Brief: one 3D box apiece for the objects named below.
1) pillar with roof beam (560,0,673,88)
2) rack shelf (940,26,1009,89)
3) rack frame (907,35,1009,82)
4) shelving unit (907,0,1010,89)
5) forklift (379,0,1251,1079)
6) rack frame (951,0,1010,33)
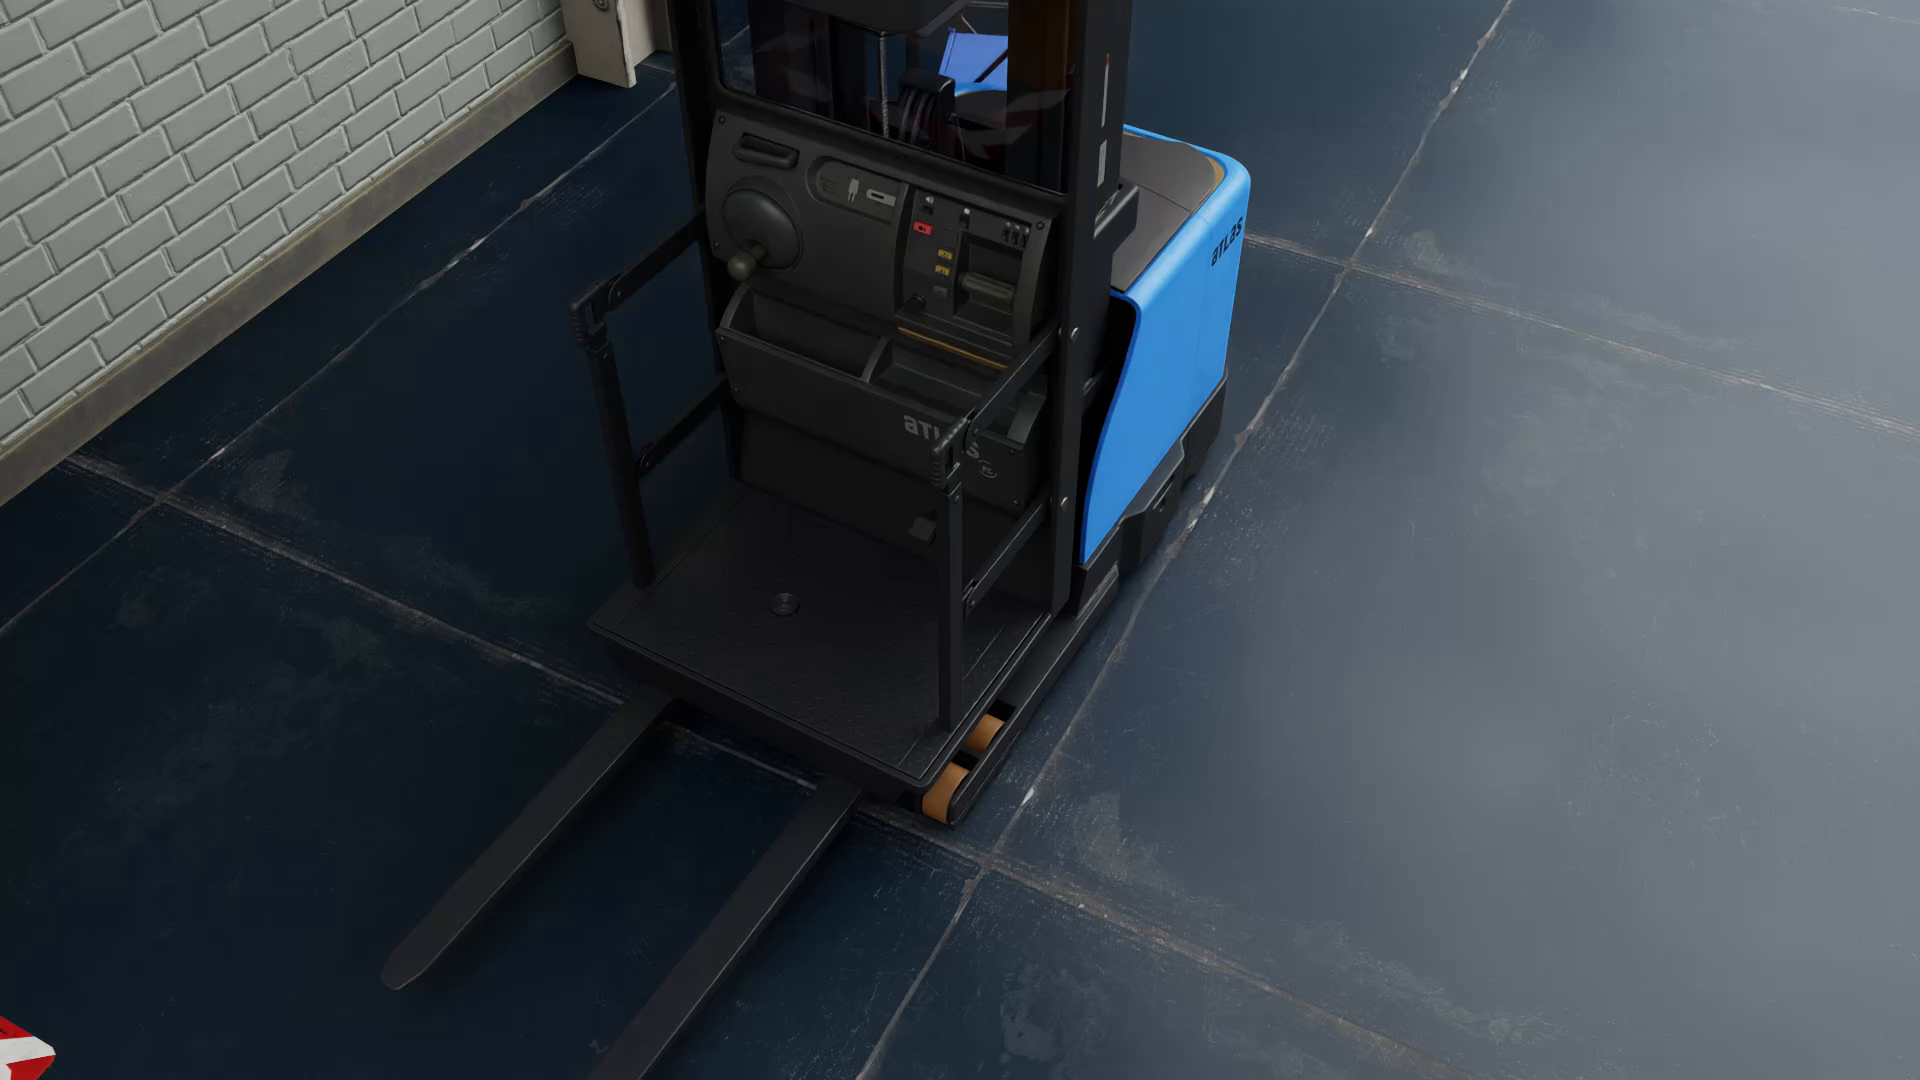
[{"bbox_3d":[2.342,-3.867,2.745,9.100,9.000,0.400,20,49,19],"label":"pillar with roof beam"},{"bbox_3d":[0.151,-1.484,5.915,0.538,0.185,1.000,5,46,5],"label":"rack shelf"},{"bbox_3d":[0.085,-1.252,5.433,0.500,1.500,0.032,5,46,5],"label":"rack frame"},{"bbox_3d":[0.151,-1.611,5.787,0.538,1.500,1.048,5,46,5],"label":"shelving unit"},{"bbox_3d":[-0.317,-0.646,3.828,1.130,2.935,3.031,23,50,21],"label":"forklift"},{"bbox_3d":[0.217,-1.969,6.142,0.500,1.500,0.032,5,46,5],"label":"rack frame"}]
